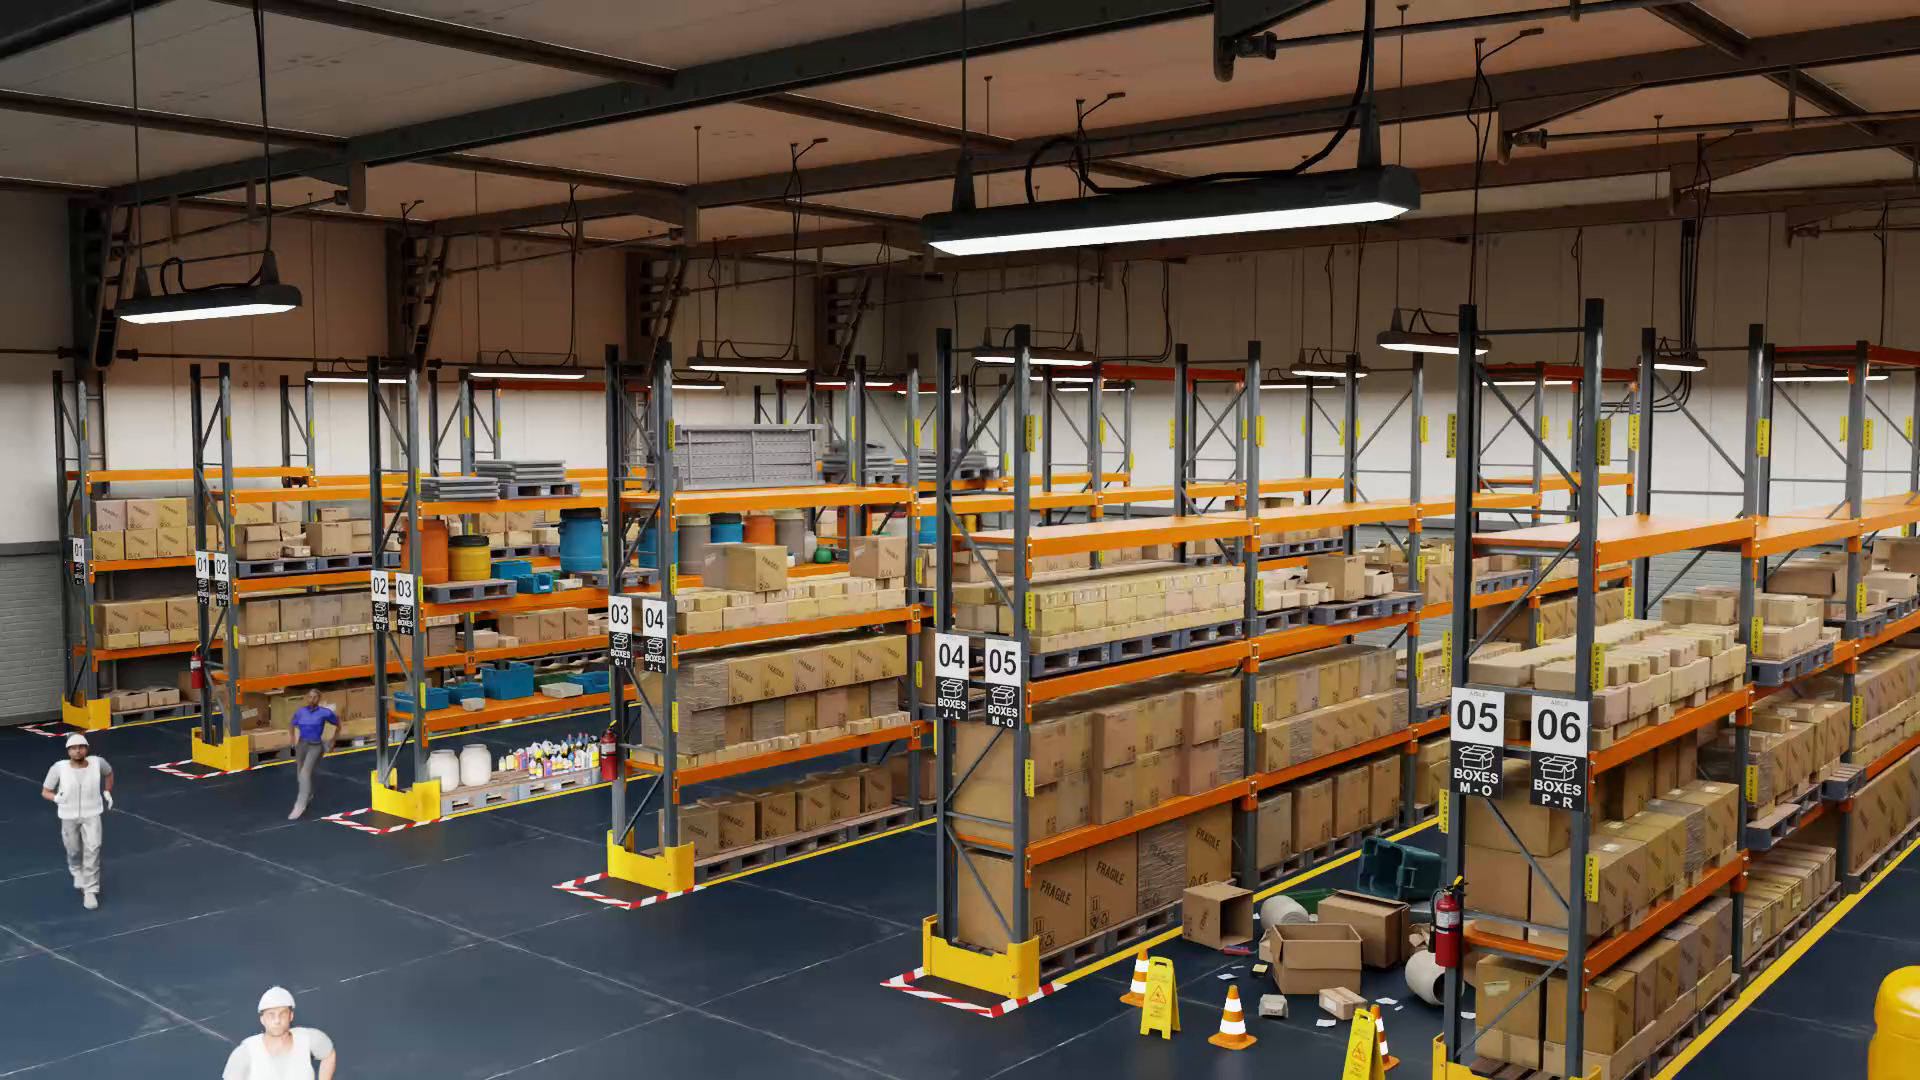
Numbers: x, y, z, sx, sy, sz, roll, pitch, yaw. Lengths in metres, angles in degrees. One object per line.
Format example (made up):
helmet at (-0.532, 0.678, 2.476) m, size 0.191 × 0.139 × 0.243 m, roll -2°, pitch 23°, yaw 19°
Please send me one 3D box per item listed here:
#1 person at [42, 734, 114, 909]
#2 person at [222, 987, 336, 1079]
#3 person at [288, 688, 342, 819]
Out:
person at (-9.424, 2.963, 17.794) m, size 0.682 × 1.788 × 0.993 m, roll -2°, pitch 5°, yaw -27°
person at (-4.011, 3.546, 9.826) m, size 0.632 × 1.832 × 0.765 m, roll -2°, pitch 4°, yaw -21°
person at (-8.522, 2.782, 21.842) m, size 0.668 × 1.680 × 0.762 m, roll 1°, pitch 4°, yaw 8°
